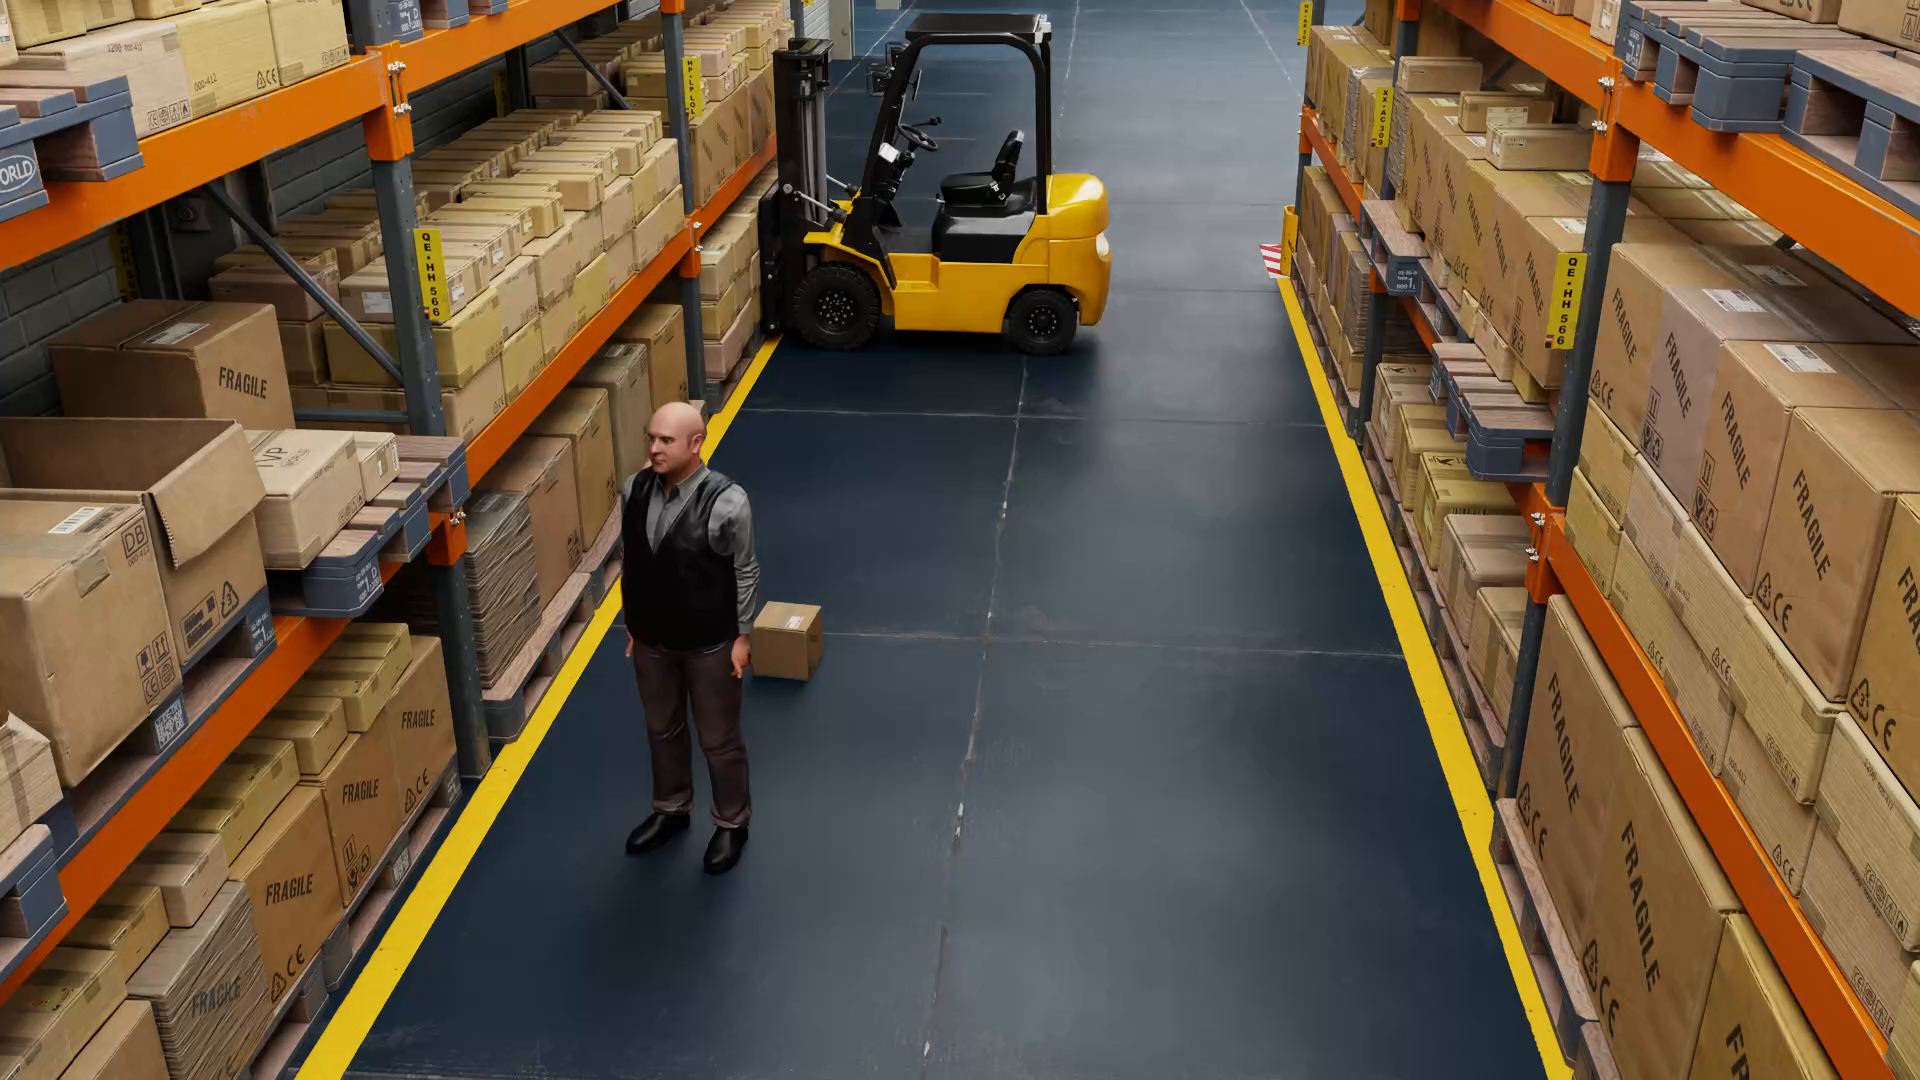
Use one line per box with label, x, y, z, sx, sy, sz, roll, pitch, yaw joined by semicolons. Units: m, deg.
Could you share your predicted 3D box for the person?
person;-0.963;0.344;5.872;0.527;1.725;0.356;9;26;19
